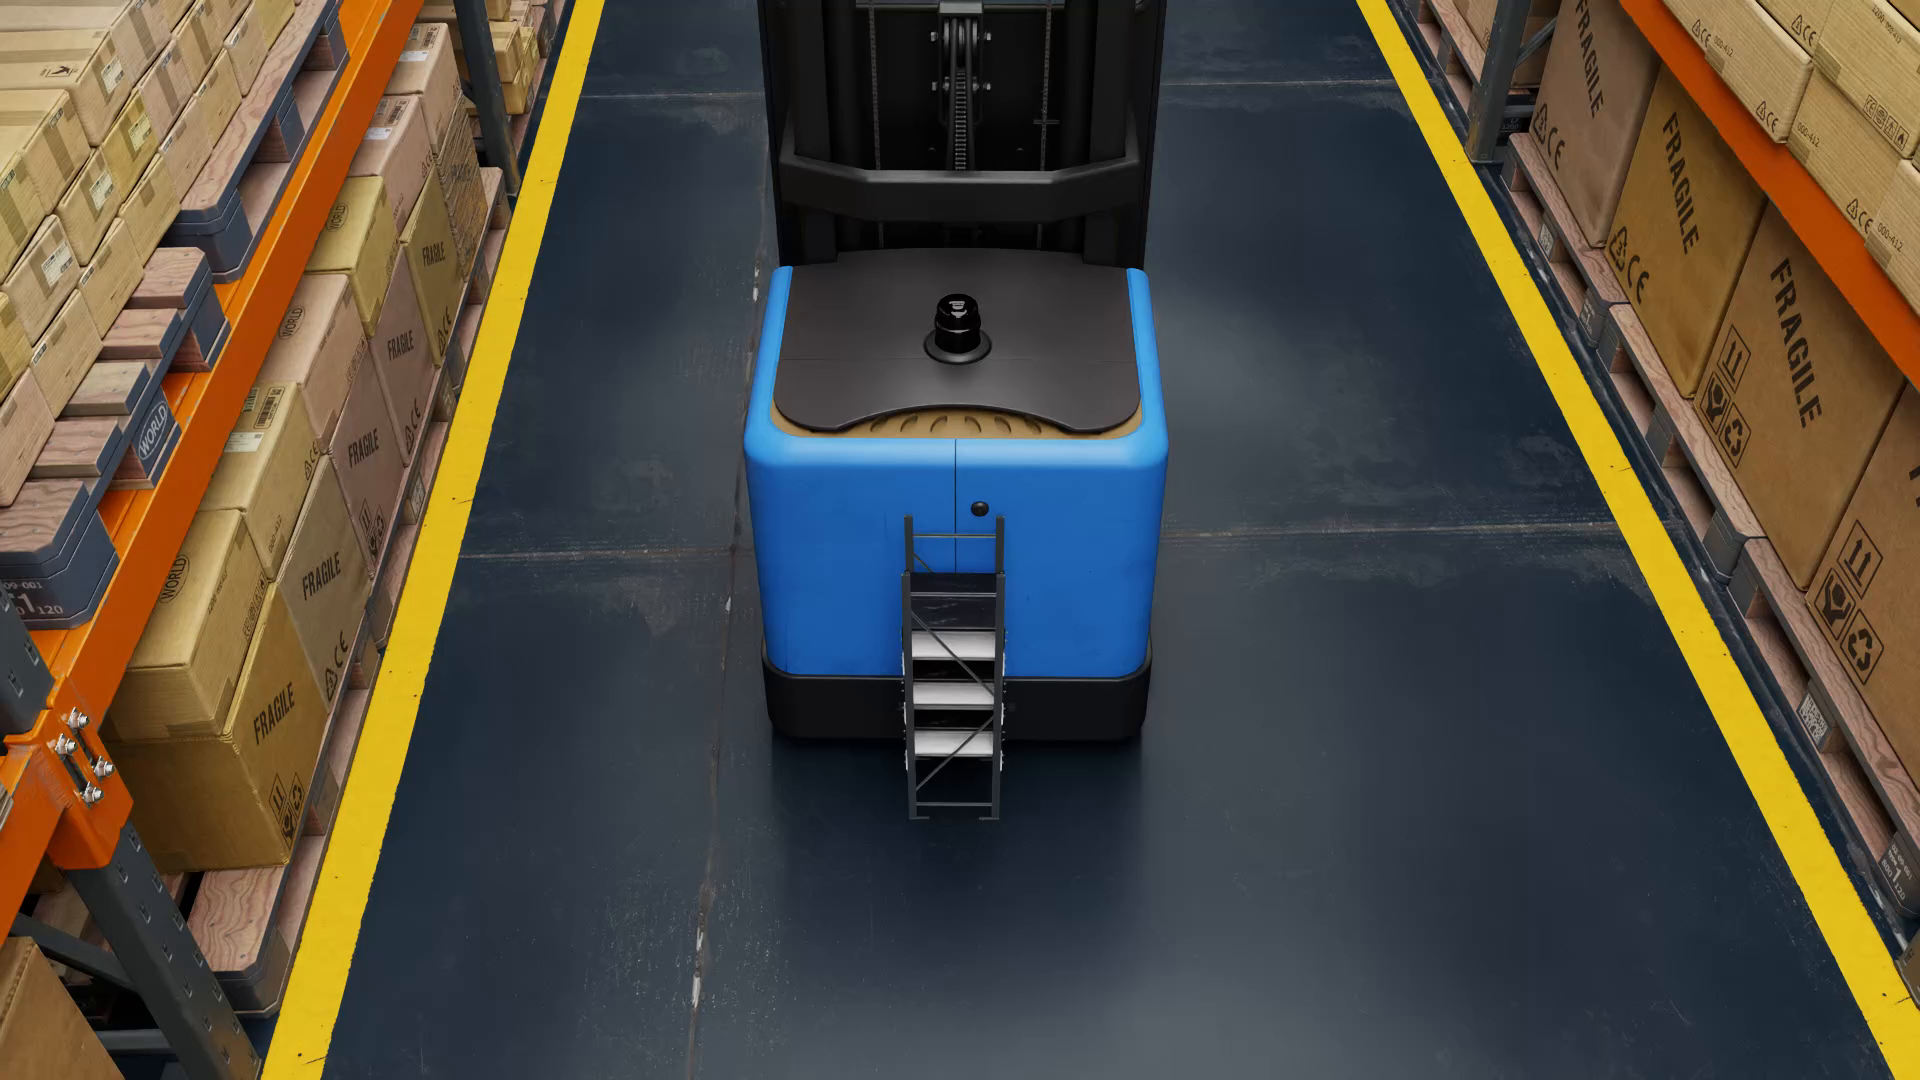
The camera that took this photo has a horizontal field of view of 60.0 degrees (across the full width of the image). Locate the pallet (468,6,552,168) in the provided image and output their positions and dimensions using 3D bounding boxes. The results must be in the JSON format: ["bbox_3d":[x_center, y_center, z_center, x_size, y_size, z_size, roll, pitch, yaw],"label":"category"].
[{"bbox_3d":[-2.368,-1.945,7.216,1.003,0.211,1.213,-2,43,-2],"label":"pallet"}]

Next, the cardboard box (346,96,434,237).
[{"bbox_3d":[-2.012,-1.187,5.310,0.500,0.250,0.500,0,43,0],"label":"cardboard box"}]

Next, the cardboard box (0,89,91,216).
[{"bbox_3d":[-1.981,-0.766,3.301,0.380,0.149,0.250,-2,43,-2],"label":"cardboard box"}]

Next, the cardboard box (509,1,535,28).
[{"bbox_3d":[-2.073,-2.225,7.257,0.380,0.149,0.250,-2,43,-2],"label":"cardboard box"}]

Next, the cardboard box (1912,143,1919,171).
[{"bbox_3d":[2.507,-0.825,3.671,0.500,0.250,0.500,-3,43,-3],"label":"cardboard box"}]

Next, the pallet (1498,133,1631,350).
[{"bbox_3d":[2.745,-1.184,6.386,1.003,0.211,1.213,-2,43,-2],"label":"pallet"}]

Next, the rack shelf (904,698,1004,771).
[{"bbox_3d":[-0.014,0.501,4.353,0.258,0.077,0.200,0,43,1],"label":"rack shelf"}]

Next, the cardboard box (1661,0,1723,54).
[{"bbox_3d":[2.421,-1.675,4.969,0.500,0.250,0.500,-2,43,-2],"label":"cardboard box"}]

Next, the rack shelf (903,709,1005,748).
[{"bbox_3d":[-0.014,0.435,4.292,0.258,0.077,0.200,0,43,1],"label":"rack shelf"}]

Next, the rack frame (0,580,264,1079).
[{"bbox_3d":[-2.134,0.180,2.834,1.000,3.000,0.127,-2,43,-2],"label":"rack frame"}]

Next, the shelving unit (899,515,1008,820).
[{"bbox_3d":[-0.014,0.344,4.209,0.258,0.900,0.210,0,43,1],"label":"shelving unit"}]

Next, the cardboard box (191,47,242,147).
[{"bbox_3d":[-2.010,-1.085,4.089,0.380,0.149,0.250,-1,43,-1],"label":"cardboard box"}]

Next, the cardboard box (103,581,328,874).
[{"bbox_3d":[-1.910,0.462,4.065,0.500,0.500,0.500,-3,43,-4],"label":"cardboard box"}]

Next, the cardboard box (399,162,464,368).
[{"bbox_3d":[-2.000,-0.915,5.567,0.500,0.500,0.500,-3,43,-3],"label":"cardboard box"}]

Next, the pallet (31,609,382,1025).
[{"bbox_3d":[-2.166,0.680,4.352,1.003,0.211,1.213,-2,43,-2],"label":"pallet"}]

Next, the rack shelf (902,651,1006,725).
[{"bbox_3d":[-0.014,0.368,4.231,0.258,0.077,0.200,0,43,1],"label":"rack shelf"}]

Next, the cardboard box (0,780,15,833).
[{"bbox_3d":[-1.847,0.439,2.477,0.500,0.500,0.500,-2,43,-2],"label":"cardboard box"}]

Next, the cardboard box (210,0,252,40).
[{"bbox_3d":[-2.026,-1.375,4.186,0.380,0.149,0.250,0,43,0],"label":"cardboard box"}]

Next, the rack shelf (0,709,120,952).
[{"bbox_3d":[-2.049,1.795,1.604,1.077,0.370,4.000,-2,43,-2],"label":"rack shelf"}]

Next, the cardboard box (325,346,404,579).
[{"bbox_3d":[-1.961,-0.224,4.814,0.500,0.500,0.500,-3,43,-3],"label":"cardboard box"}]

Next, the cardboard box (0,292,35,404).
[{"bbox_3d":[-1.954,-0.324,3.038,0.380,0.149,0.250,0,43,0],"label":"cardboard box"}]

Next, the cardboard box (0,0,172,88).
[{"bbox_3d":[-2.005,-1.128,3.695,0.380,0.149,0.250,0,43,0],"label":"cardboard box"}]

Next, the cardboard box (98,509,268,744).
[{"bbox_3d":[-1.922,0.198,3.799,0.500,0.250,0.500,-3,43,-4],"label":"cardboard box"}]

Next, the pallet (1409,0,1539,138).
[{"bbox_3d":[2.683,-2.218,7.514,1.003,0.211,1.213,-2,43,-2],"label":"pallet"}]

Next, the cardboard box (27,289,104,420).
[{"bbox_3d":[-1.963,-0.371,3.310,0.380,0.149,0.250,0,43,0],"label":"cardboard box"}]

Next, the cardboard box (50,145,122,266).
[{"bbox_3d":[-1.983,-0.687,3.435,0.380,0.149,0.250,-3,43,-3],"label":"cardboard box"}]

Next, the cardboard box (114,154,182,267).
[{"bbox_3d":[-1.988,-0.736,3.708,0.380,0.149,0.250,0,43,0],"label":"cardboard box"}]

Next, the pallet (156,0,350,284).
[{"bbox_3d":[-2.259,-1.085,4.355,1.003,0.211,1.213,-2,43,-2],"label":"pallet"}]

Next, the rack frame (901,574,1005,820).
[{"bbox_3d":[-0.016,0.413,4.134,0.240,0.900,0.006,0,43,1],"label":"rack frame"}]

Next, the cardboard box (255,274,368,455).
[{"bbox_3d":[-1.952,-0.479,4.537,0.500,0.250,0.500,-1,43,-1],"label":"cardboard box"}]

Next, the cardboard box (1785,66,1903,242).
[{"bbox_3d":[2.483,-0.994,4.225,0.500,0.250,0.500,-2,43,-2],"label":"cardboard box"}]

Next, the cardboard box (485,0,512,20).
[{"bbox_3d":[-2.064,-2.270,6.865,0.380,0.149,0.250,0,43,0],"label":"cardboard box"}]

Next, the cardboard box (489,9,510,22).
[{"bbox_3d":[-2.100,-2.156,6.961,0.380,0.149,0.250,-1,43,-1],"label":"cardboard box"}]

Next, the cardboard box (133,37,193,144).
[{"bbox_3d":[-2.003,-1.026,3.804,0.380,0.149,0.250,-2,43,-2],"label":"cardboard box"}]

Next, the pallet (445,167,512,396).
[{"bbox_3d":[-2.270,-0.967,6.149,1.003,0.211,1.213,-2,43,-2],"label":"pallet"}]

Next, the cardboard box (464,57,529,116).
[{"bbox_3d":[-1.999,-1.879,6.879,0.380,0.149,0.250,-3,43,-4],"label":"cardboard box"}]

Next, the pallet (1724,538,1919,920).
[{"bbox_3d":[2.849,0.463,4.588,1.003,0.211,1.213,-2,43,-2],"label":"pallet"}]

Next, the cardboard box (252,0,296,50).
[{"bbox_3d":[-2.031,-1.441,4.477,0.380,0.149,0.250,0,43,0],"label":"cardboard box"}]

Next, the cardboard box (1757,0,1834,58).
[{"bbox_3d":[2.443,-1.521,4.430,0.500,0.250,0.500,-3,43,-3],"label":"cardboard box"}]

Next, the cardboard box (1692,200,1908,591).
[{"bbox_3d":[2.827,-0.473,4.808,0.875,0.875,0.875,-1,43,-1],"label":"cardboard box"}]

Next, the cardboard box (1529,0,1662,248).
[{"bbox_3d":[2.743,-1.686,6.131,0.875,0.875,0.875,0,43,0],"label":"cardboard box"}]

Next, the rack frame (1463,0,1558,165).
[{"bbox_3d":[2.637,-2.731,6.009,1.000,3.000,0.127,-2,43,-2],"label":"rack frame"}]

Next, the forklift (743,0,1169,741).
[{"bbox_3d":[0.008,-1.506,4.723,1.130,2.935,3.031,0,43,1],"label":"forklift"}]

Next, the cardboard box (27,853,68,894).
[{"bbox_3d":[-2.424,0.510,4.013,0.500,0.500,0.500,-2,43,-2],"label":"cardboard box"}]
